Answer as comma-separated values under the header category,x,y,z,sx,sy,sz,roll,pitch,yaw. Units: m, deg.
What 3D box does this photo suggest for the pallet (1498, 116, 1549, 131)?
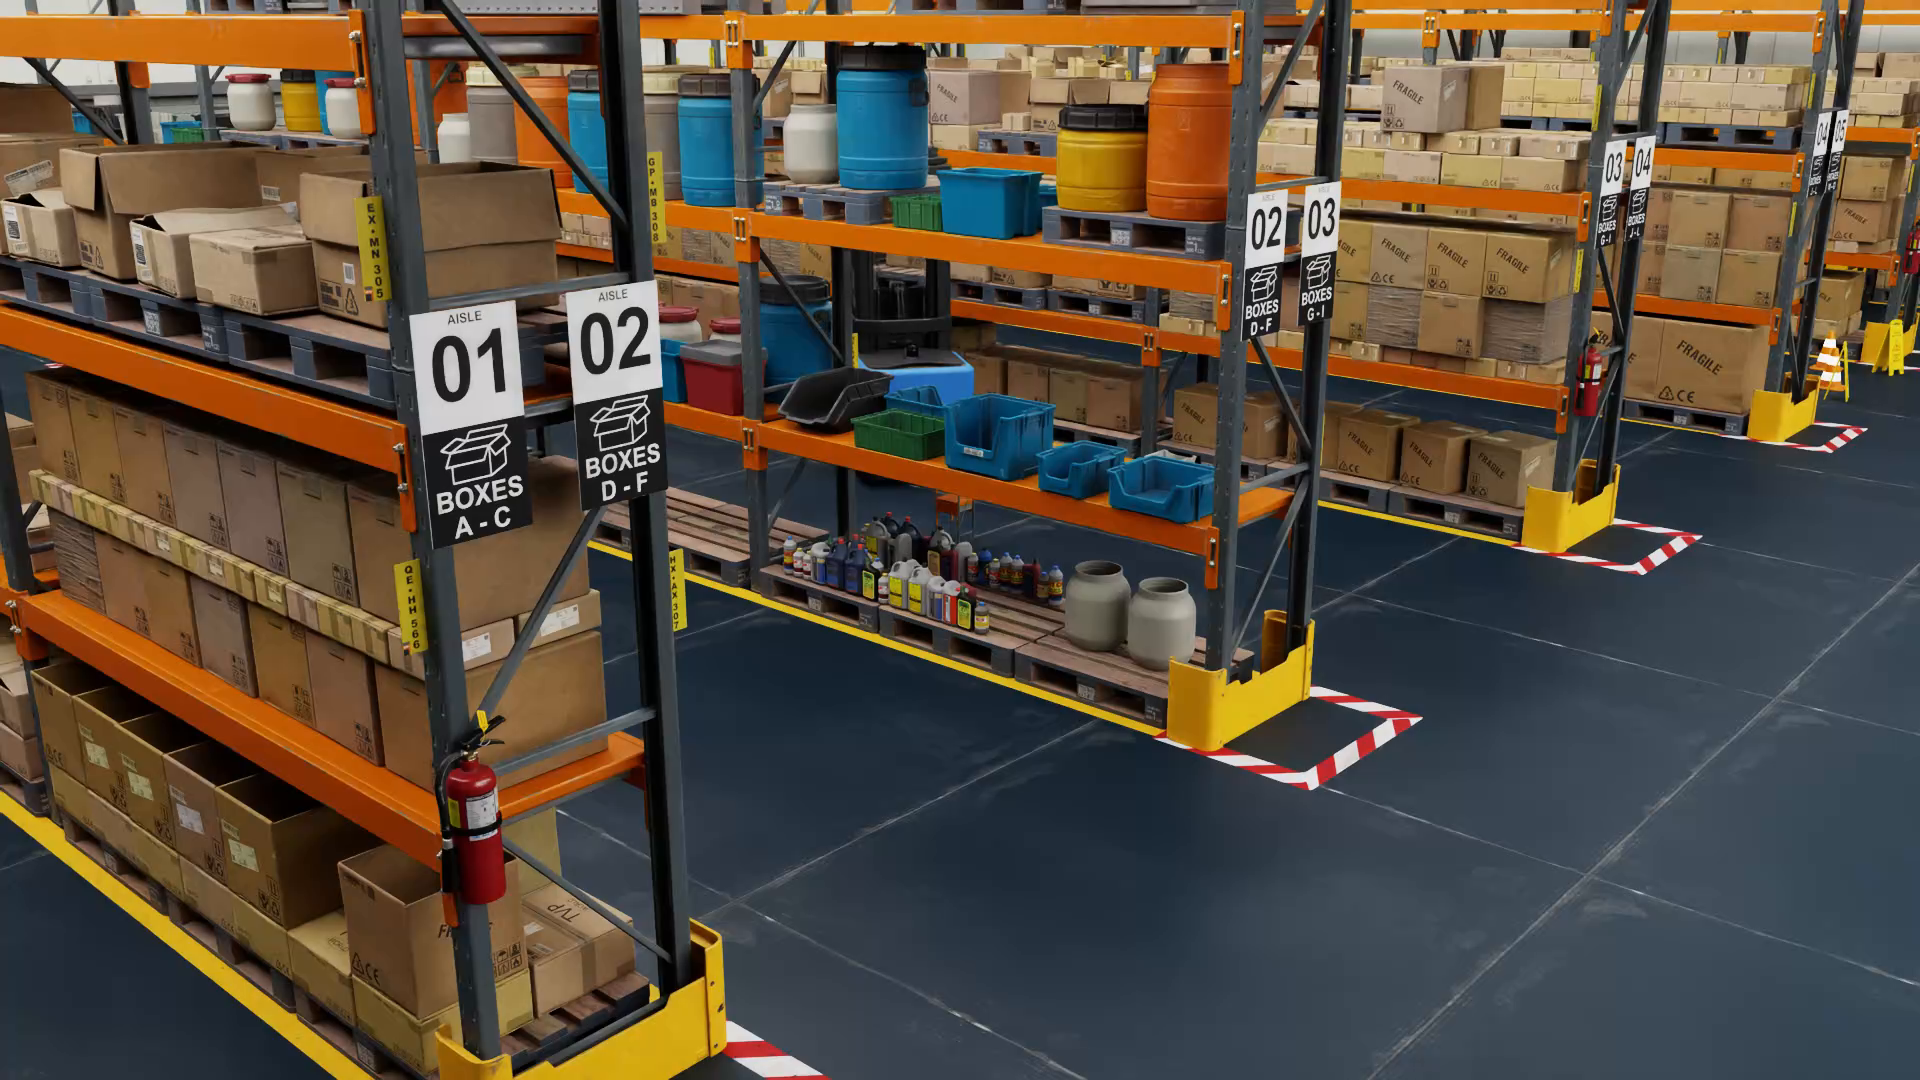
category,x,y,z,sx,sy,sz,roll,pitch,yaw
pallet,6.077,-4.593,18.313,1.213,0.211,1.003,15,23,39

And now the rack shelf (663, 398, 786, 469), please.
category,x,y,z,sx,sy,sz,roll,pitch,yaw
rack shelf,-2.680,-1.208,13.650,4.000,0.370,1.077,15,23,39

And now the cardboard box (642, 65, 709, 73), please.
category,x,y,z,sx,sy,sz,roll,pitch,yaw
cardboard box,-3.439,-5.440,19.976,0.500,0.500,0.700,16,23,41

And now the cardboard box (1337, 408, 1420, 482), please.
category,x,y,z,sx,sy,sz,roll,pitch,yaw
cardboard box,3.714,-0.847,14.761,0.500,0.500,0.500,-16,23,-41

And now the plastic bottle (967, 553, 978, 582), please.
category,x,y,z,sx,sy,sz,roll,pitch,yaw
plastic bottle,0.100,0.193,11.944,0.097,0.201,0.097,0,18,0

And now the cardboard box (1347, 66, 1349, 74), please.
category,x,y,z,sx,sy,sz,roll,pitch,yaw
cardboard box,6.899,-8.393,29.695,0.250,0.149,0.380,16,23,41

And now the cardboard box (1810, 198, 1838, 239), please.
category,x,y,z,sx,sy,sz,roll,pitch,yaw
cardboard box,10.713,-4.047,20.747,0.500,0.500,0.500,15,23,39

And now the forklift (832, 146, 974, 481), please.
category,x,y,z,sx,sy,sz,roll,pitch,yaw
forklift,-0.689,-2.339,16.136,1.130,2.935,3.031,-4,18,-13

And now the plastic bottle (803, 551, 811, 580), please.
category,x,y,z,sx,sy,sz,roll,pitch,yaw
plastic bottle,-1.084,0.178,11.989,0.097,0.201,0.097,0,18,0

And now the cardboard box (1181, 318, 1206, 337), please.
category,x,y,z,sx,sy,sz,roll,pitch,yaw
cardboard box,2.243,-1.986,15.326,0.250,0.149,0.380,15,23,39

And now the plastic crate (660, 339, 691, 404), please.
category,x,y,z,sx,sy,sz,roll,pitch,yaw
plastic crate,-2.215,-1.293,12.754,0.575,0.384,0.392,15,23,39

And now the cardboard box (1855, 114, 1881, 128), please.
category,x,y,z,sx,sy,sz,roll,pitch,yaw
cardboard box,11.013,-5.070,20.085,0.250,0.149,0.380,15,23,40

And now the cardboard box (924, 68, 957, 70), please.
category,x,y,z,sx,sy,sz,roll,pitch,yaw
cardboard box,-0.365,-4.750,17.669,0.500,0.500,0.500,16,24,41

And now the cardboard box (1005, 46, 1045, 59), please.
category,x,y,z,sx,sy,sz,roll,pitch,yaw
cardboard box,1.115,-8.208,28.533,0.500,0.500,0.500,16,23,40

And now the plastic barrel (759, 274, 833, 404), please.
category,x,y,z,sx,sy,sz,roll,pitch,yaw
plastic barrel,-1.272,-1.535,12.660,0.708,0.901,0.600,15,23,39

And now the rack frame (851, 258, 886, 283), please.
category,x,y,z,sx,sy,sz,roll,pitch,yaw
rack frame,-0.888,-3.073,18.337,0.127,3.000,1.000,15,23,39

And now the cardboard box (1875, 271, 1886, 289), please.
category,x,y,z,sx,sy,sz,roll,pitch,yaw
cardboard box,13.670,-3.950,24.950,0.500,0.250,0.500,15,23,40

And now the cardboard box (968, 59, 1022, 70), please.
category,x,y,z,sx,sy,sz,roll,pitch,yaw
cardboard box,0.556,-6.318,22.736,0.637,0.503,0.797,15,23,39

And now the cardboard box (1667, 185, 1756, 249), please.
category,x,y,z,sx,sy,sz,roll,pitch,yaw
cardboard box,7.739,-3.328,17.106,0.550,0.550,0.875,15,23,39

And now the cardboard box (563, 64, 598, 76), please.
category,x,y,z,sx,sy,sz,roll,pitch,yaw
cardboard box,-4.505,-5.745,20.773,0.500,0.500,0.700,13,22,36

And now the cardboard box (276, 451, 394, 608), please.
category,x,y,z,sx,sy,sz,roll,pitch,yaw
cardboard box,-2.260,-0.104,6.671,0.500,0.500,0.700,14,23,38

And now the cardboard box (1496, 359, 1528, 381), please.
category,x,y,z,sx,sy,sz,roll,pitch,yaw
cardboard box,4.559,-1.408,13.505,0.250,0.149,0.380,15,23,39

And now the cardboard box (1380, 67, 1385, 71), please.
category,x,y,z,sx,sy,sz,roll,pitch,yaw
cardboard box,7.612,-8.269,29.337,0.250,0.149,0.380,16,24,41

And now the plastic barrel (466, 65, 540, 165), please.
category,x,y,z,sx,sy,sz,roll,pitch,yaw
plastic barrel,-3.705,-3.407,13.602,0.600,0.901,0.600,0,18,0

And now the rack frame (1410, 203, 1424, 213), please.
category,x,y,z,sx,sy,sz,roll,pitch,yaw
rack frame,5.472,-3.372,19.278,0.127,3.000,1.000,15,23,39

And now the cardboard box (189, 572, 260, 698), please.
category,x,y,z,sx,sy,sz,roll,pitch,yaw
cardboard box,-2.983,0.319,7.483,0.500,0.500,0.700,16,24,41

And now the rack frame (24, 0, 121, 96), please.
category,x,y,z,sx,sy,sz,roll,pitch,yaw
rack frame,-10.159,-6.419,18.960,0.127,3.000,1.000,15,23,39

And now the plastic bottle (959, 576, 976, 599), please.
category,x,y,z,sx,sy,sz,roll,pitch,yaw
plastic bottle,0.043,0.388,11.194,0.133,0.283,0.061,15,23,39

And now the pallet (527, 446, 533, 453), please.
category,x,y,z,sx,sy,sz,roll,pitch,yaw
pallet,-4.793,-0.773,15.697,1.213,0.211,1.003,15,23,39

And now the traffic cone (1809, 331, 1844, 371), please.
category,x,y,z,sx,sy,sz,roll,pitch,yaw
traffic cone,10.496,-2.295,20.077,0.334,0.463,0.336,15,23,39

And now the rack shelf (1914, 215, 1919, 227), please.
category,x,y,z,sx,sy,sz,roll,pitch,yaw
rack shelf,13.470,-4.892,25.256,4.000,0.370,1.077,15,23,39

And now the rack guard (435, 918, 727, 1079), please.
category,x,y,z,sx,sy,sz,roll,pitch,yaw
rack guard,-1.465,1.970,6.579,0.348,0.500,1.175,15,23,39

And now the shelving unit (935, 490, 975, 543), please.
category,x,y,z,sx,sy,sz,roll,pitch,yaw
shelving unit,-0.040,-0.511,13.487,0.252,1.050,0.215,15,23,39

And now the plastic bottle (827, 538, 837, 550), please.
category,x,y,z,sx,sy,sz,roll,pitch,yaw
plastic bottle,-0.906,0.133,11.997,0.133,0.283,0.061,15,23,39

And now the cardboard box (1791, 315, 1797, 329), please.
category,x,y,z,sx,sy,sz,roll,pitch,yaw
cardboard box,10.508,-2.806,21.346,0.500,0.250,0.500,15,23,39

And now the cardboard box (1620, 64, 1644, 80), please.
category,x,y,z,sx,sy,sz,roll,pitch,yaw
cardboard box,6.845,-4.804,17.069,0.250,0.149,0.380,15,23,40

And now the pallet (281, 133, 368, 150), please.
category,x,y,z,sx,sy,sz,roll,pitch,yaw
pallet,-5.666,-3.733,15.770,1.213,0.211,1.003,15,23,39

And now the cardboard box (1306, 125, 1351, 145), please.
category,x,y,z,sx,sy,sz,roll,pitch,yaw
cardboard box,3.143,-3.430,14.091,0.250,0.149,0.380,14,23,38

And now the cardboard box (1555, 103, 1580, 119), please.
category,x,y,z,sx,sy,sz,roll,pitch,yaw
cardboard box,6.472,-4.525,17.507,0.250,0.149,0.380,15,23,39

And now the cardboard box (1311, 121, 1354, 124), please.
category,x,y,z,sx,sy,sz,roll,pitch,yaw
cardboard box,3.291,-3.595,14.612,0.250,0.149,0.380,16,24,41

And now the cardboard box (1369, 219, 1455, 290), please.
category,x,y,z,sx,sy,sz,roll,pitch,yaw
cardboard box,3.770,-2.388,13.867,0.500,0.500,0.500,15,23,39

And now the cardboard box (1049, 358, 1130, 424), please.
category,x,y,z,sx,sy,sz,roll,pitch,yaw
cardboard box,1.315,-1.517,16.837,0.500,0.500,0.700,15,23,39

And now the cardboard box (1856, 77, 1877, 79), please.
category,x,y,z,sx,sy,sz,roll,pitch,yaw
cardboard box,11.198,-5.628,20.525,0.250,0.149,0.380,15,23,39

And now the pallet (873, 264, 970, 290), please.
category,x,y,z,sx,sy,sz,roll,pitch,yaw
pallet,-0.284,-2.863,17.991,1.003,0.211,1.213,15,23,39

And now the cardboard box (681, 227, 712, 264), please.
category,x,y,z,sx,sy,sz,roll,pitch,yaw
cardboard box,-2.951,-3.574,19.749,0.500,0.500,0.500,14,23,38

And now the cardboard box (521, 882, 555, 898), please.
category,x,y,z,sx,sy,sz,roll,pitch,yaw
cardboard box,-2.113,1.626,7.380,0.500,0.250,0.500,15,23,39

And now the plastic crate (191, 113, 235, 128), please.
category,x,y,z,sx,sy,sz,roll,pitch,yaw
plastic crate,-7.914,-4.435,17.884,0.590,0.269,0.497,15,23,39

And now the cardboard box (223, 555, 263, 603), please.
category,x,y,z,sx,sy,sz,roll,pitch,yaw
cardboard box,-2.864,0.123,7.027,0.250,0.149,0.380,16,24,41

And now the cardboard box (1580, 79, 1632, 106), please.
category,x,y,z,sx,sy,sz,roll,pitch,yaw
cardboard box,6.787,-4.655,17.258,0.500,0.250,0.500,15,23,40

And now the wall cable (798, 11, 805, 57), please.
category,x,y,z,sx,sy,sz,roll,pitch,yaw
wall cable,-2.356,-11.670,35.445,0.133,3.039,2.988,15,23,39

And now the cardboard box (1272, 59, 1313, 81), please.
category,x,y,z,sx,sy,sz,roll,pitch,yaw
cardboard box,3.966,-5.615,20.361,0.500,0.500,0.500,15,23,39
